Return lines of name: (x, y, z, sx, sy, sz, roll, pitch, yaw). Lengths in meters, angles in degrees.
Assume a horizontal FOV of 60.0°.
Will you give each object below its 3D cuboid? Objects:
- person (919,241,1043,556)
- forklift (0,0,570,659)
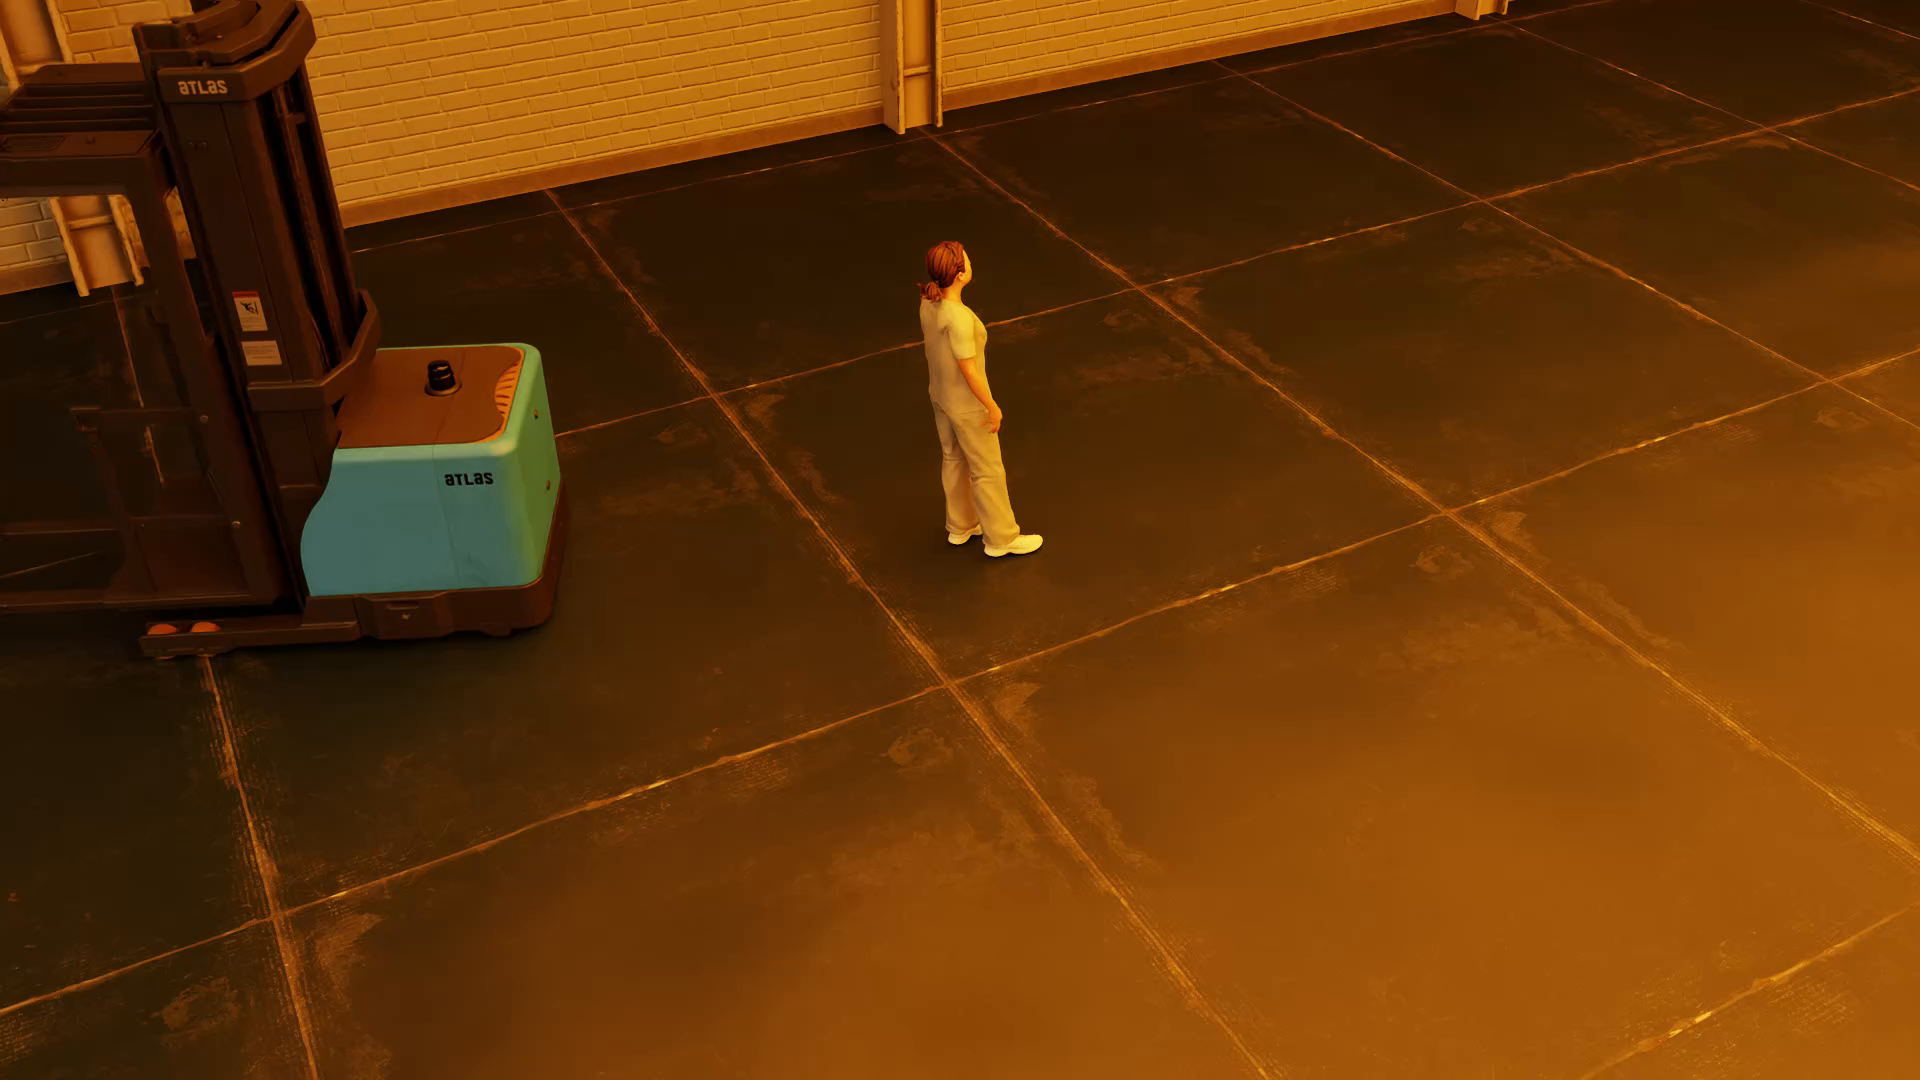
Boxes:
person: (0.071, -0.664, 8.220, 0.549, 1.580, 0.549, -17, 39, -23)
forklift: (-3.522, -0.952, 7.470, 3.031, 2.935, 1.130, -3, 35, -4)
